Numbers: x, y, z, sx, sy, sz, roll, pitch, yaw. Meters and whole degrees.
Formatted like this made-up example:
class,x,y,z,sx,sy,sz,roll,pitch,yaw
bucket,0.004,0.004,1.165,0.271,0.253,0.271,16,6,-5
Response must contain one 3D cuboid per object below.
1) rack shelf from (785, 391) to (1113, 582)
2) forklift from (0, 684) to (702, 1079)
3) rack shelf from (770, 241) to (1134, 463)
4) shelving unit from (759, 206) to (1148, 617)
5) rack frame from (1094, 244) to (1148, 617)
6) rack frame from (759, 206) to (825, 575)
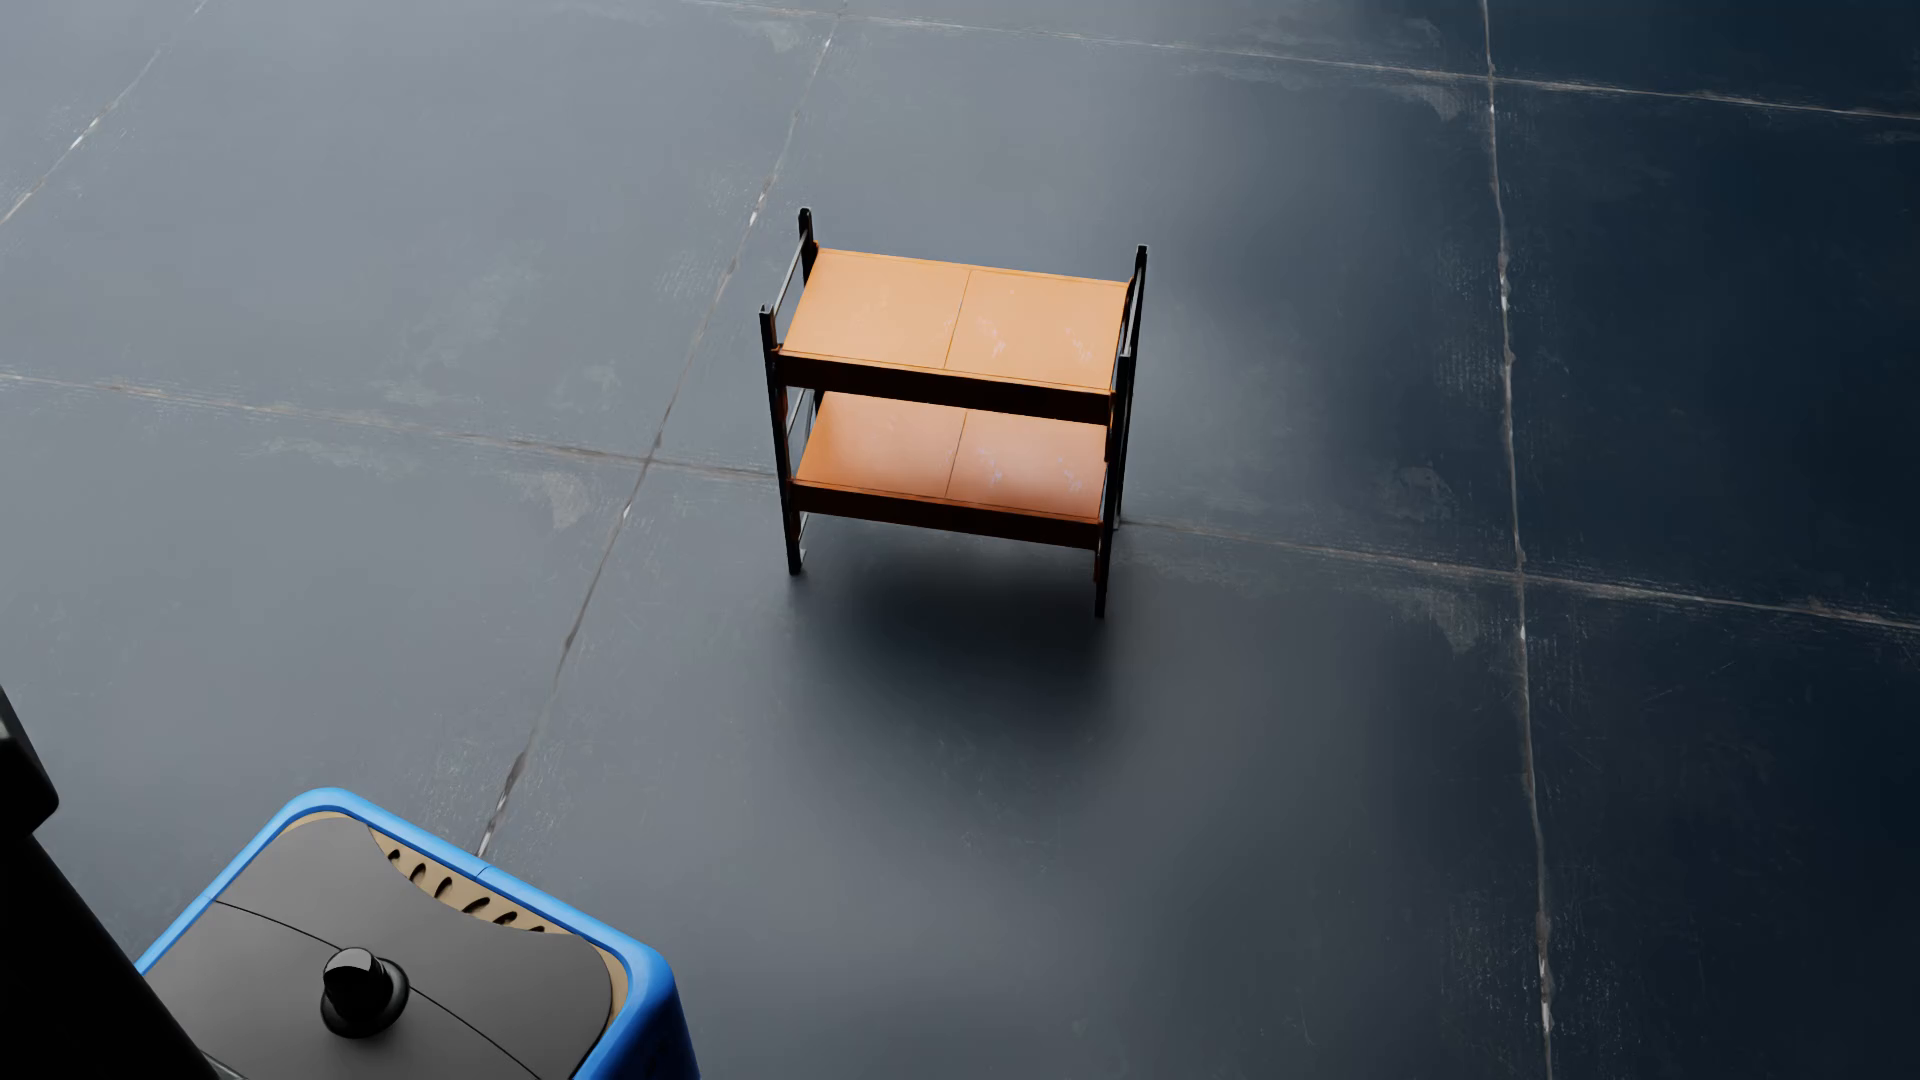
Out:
class,x,y,z,sx,sy,sz,roll,pitch,yaw
rack shelf,-0.007,-0.213,5.378,1.000,0.278,0.538,8,49,7
forklift,-1.709,1.403,2.382,1.130,2.935,3.031,22,52,18
rack shelf,-0.007,-0.572,4.978,1.000,0.278,0.538,8,49,7
shelving unit,-0.007,-0.377,5.196,1.048,1.125,0.538,8,49,7
rack frame,0.494,-0.310,5.135,0.032,1.125,0.500,8,49,7
rack frame,-0.507,-0.444,5.256,0.032,1.125,0.500,8,49,7
